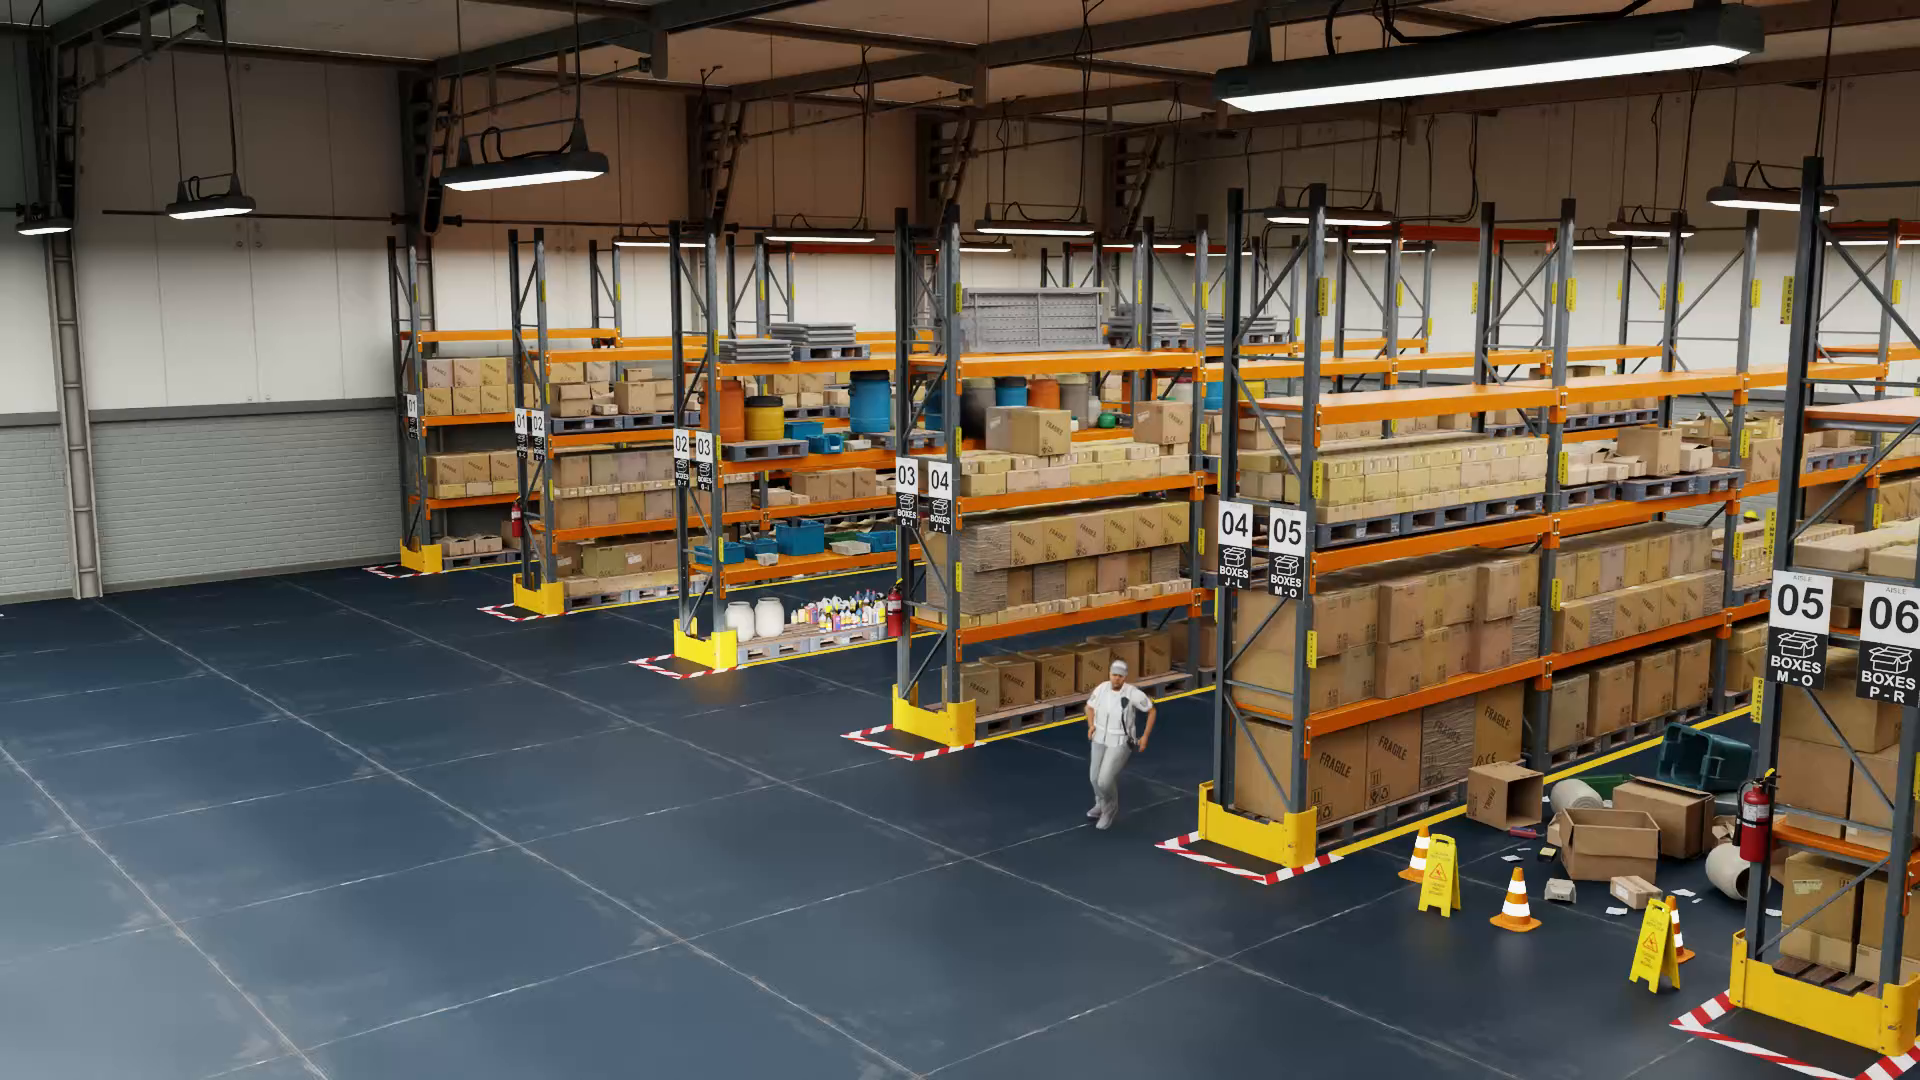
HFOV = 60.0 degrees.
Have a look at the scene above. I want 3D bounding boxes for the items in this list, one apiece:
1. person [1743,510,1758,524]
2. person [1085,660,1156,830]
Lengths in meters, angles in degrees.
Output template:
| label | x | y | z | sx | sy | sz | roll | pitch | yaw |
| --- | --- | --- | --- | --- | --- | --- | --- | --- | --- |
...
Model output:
| label | x | y | z | sx | sy | sz | roll | pitch | yaw |
| --- | --- | --- | --- | --- | --- | --- | --- | --- | --- |
| person | 11.909 | 0.446 | 25.210 | 0.764 | 1.836 | 0.661 | -8 | 12 | -42 |
| person | 1.480 | 1.953 | 15.839 | 0.679 | 1.669 | 0.617 | 6 | 10 | 33 |
